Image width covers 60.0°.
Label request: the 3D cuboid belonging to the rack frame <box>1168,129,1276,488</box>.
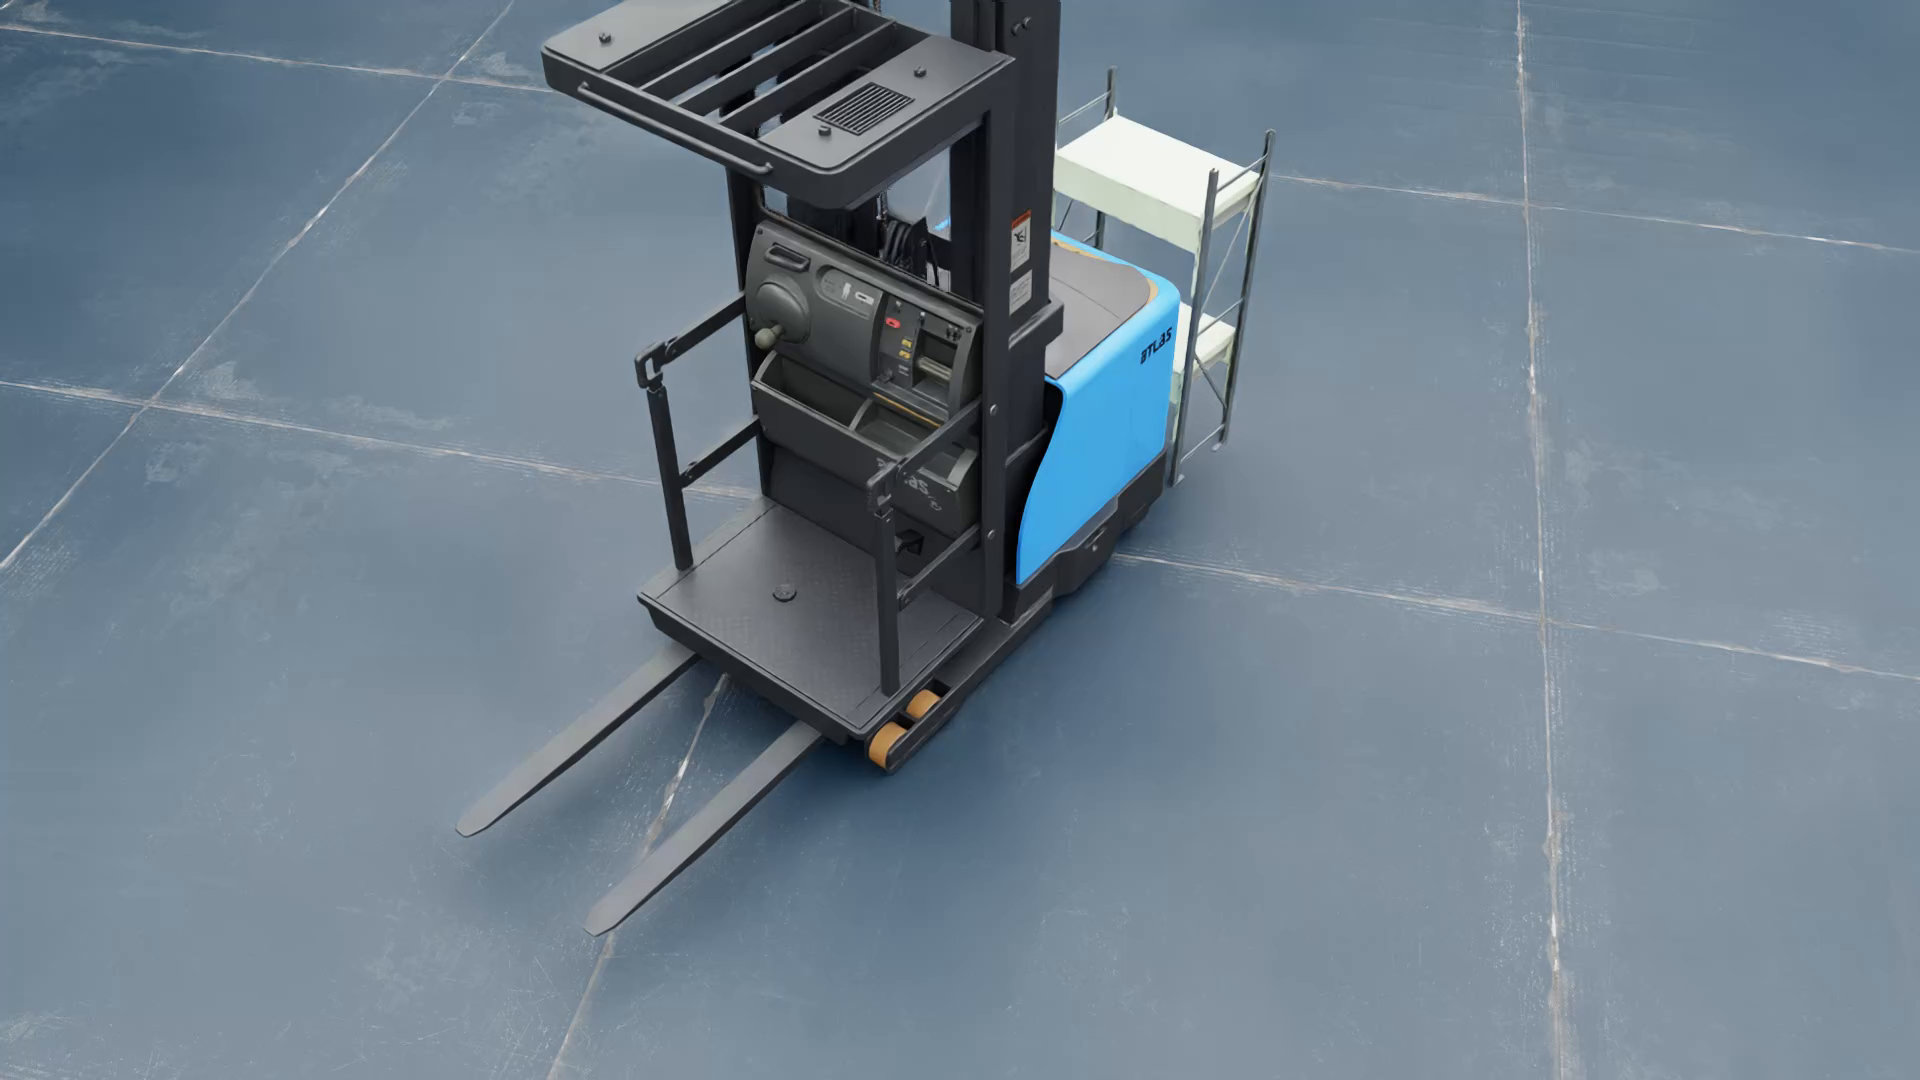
[{"bbox_3d":[1.023,-0.872,6.569,0.023,1.500,0.400,31,51,28],"label":"rack frame"}]

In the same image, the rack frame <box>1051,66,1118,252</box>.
[{"bbox_3d":[0.470,-1.205,6.915,0.023,1.500,0.400,31,51,28],"label":"rack frame"}]

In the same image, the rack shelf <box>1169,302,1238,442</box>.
[{"bbox_3d":[0.743,-0.801,6.965,0.720,0.370,0.431,31,51,28],"label":"rack shelf"}]

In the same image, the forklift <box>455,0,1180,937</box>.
[{"bbox_3d":[-0.464,-0.635,5.296,1.130,2.935,3.031,28,51,26],"label":"forklift"}]

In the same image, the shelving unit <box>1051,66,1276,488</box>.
[{"bbox_3d":[0.747,-1.039,6.742,0.755,1.500,0.431,31,51,28],"label":"shelving unit"}]

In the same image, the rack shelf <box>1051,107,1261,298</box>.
[{"bbox_3d":[0.751,-1.324,6.475,0.720,0.370,0.431,31,51,28],"label":"rack shelf"}]
